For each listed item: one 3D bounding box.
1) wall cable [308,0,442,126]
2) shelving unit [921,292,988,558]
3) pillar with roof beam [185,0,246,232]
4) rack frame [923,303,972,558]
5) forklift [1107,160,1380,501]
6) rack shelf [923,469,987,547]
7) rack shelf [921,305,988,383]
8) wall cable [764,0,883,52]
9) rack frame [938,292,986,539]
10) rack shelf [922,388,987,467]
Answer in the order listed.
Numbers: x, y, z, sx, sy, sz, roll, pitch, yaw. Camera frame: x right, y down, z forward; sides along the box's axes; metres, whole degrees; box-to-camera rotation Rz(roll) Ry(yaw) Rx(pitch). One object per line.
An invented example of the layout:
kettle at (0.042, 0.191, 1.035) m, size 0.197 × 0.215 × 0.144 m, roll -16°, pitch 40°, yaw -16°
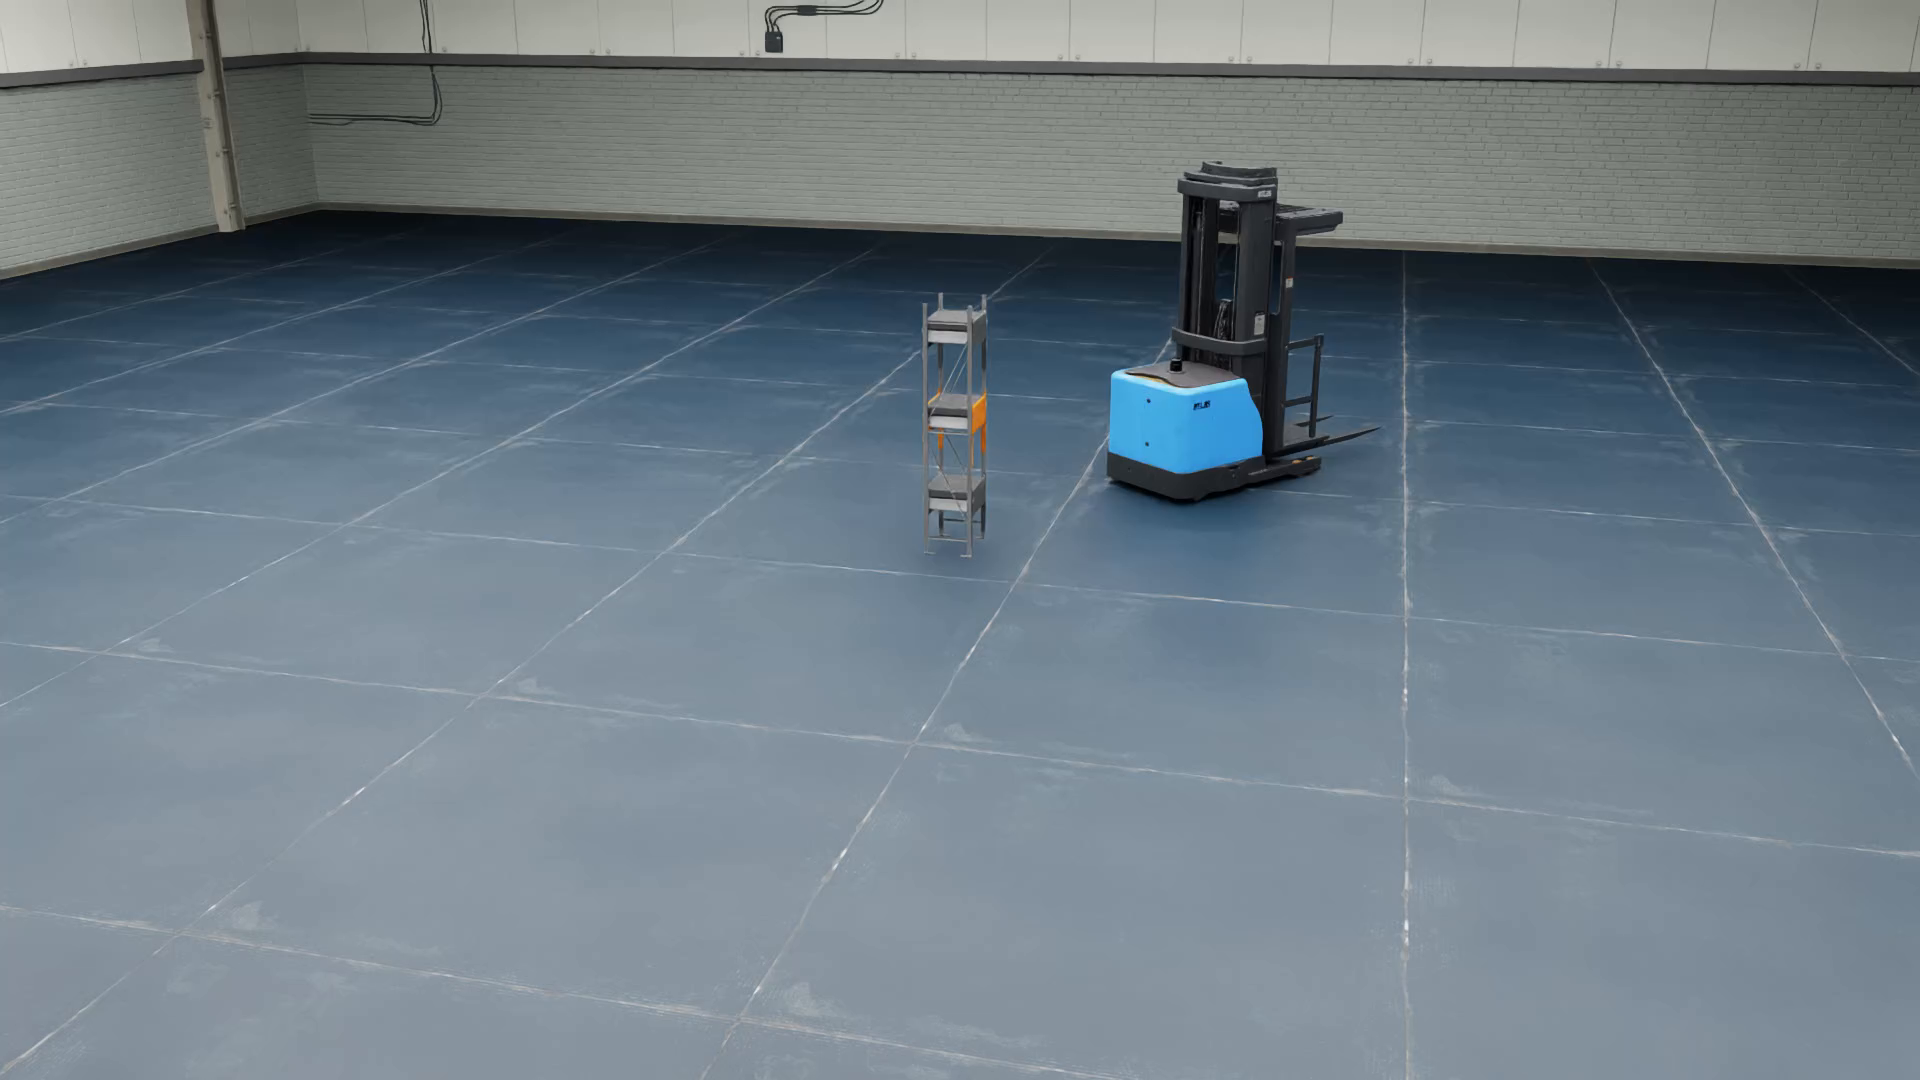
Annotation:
wall cable at (-11.654, -9.416, 32.636) m, size 3.097 × 2.526 × 0.112 m, roll 5°, pitch 19°, yaw 13°
shelving unit at (-0.040, -0.942, 13.696) m, size 0.431 × 2.100 × 0.503 m, roll 5°, pitch 19°, yaw 13°
pillar with roof beam at (-9.481, -9.726, 28.741) m, size 9.100 × 9.000 × 0.400 m, roll 5°, pitch 19°, yaw 13°
rack frame at (-0.100, -0.865, 13.472) m, size 0.400 × 2.100 × 0.015 m, roll 5°, pitch 19°, yaw 13°
forklift at (2.865, -2.108, 15.823) m, size 3.031 × 2.935 × 1.130 m, roll -14°, pitch 23°, yaw -36°
rack shelf at (-0.040, -0.266, 13.927) m, size 0.431 × 0.518 × 0.480 m, roll 5°, pitch 19°, yaw 13°
rack shelf at (-0.040, -1.591, 13.474) m, size 0.431 × 0.518 × 0.480 m, roll 5°, pitch 19°, yaw 13°
wall cable at (-2.452, -11.740, 29.374) m, size 2.305 × 6.003 × 0.169 m, roll 5°, pitch 19°, yaw 13°
rack frame at (0.019, -1.018, 13.920) m, size 0.400 × 2.100 × 0.015 m, roll 5°, pitch 19°, yaw 13°
rack shelf at (-0.040, -0.929, 13.701) m, size 0.431 × 0.518 × 0.480 m, roll 5°, pitch 19°, yaw 13°
